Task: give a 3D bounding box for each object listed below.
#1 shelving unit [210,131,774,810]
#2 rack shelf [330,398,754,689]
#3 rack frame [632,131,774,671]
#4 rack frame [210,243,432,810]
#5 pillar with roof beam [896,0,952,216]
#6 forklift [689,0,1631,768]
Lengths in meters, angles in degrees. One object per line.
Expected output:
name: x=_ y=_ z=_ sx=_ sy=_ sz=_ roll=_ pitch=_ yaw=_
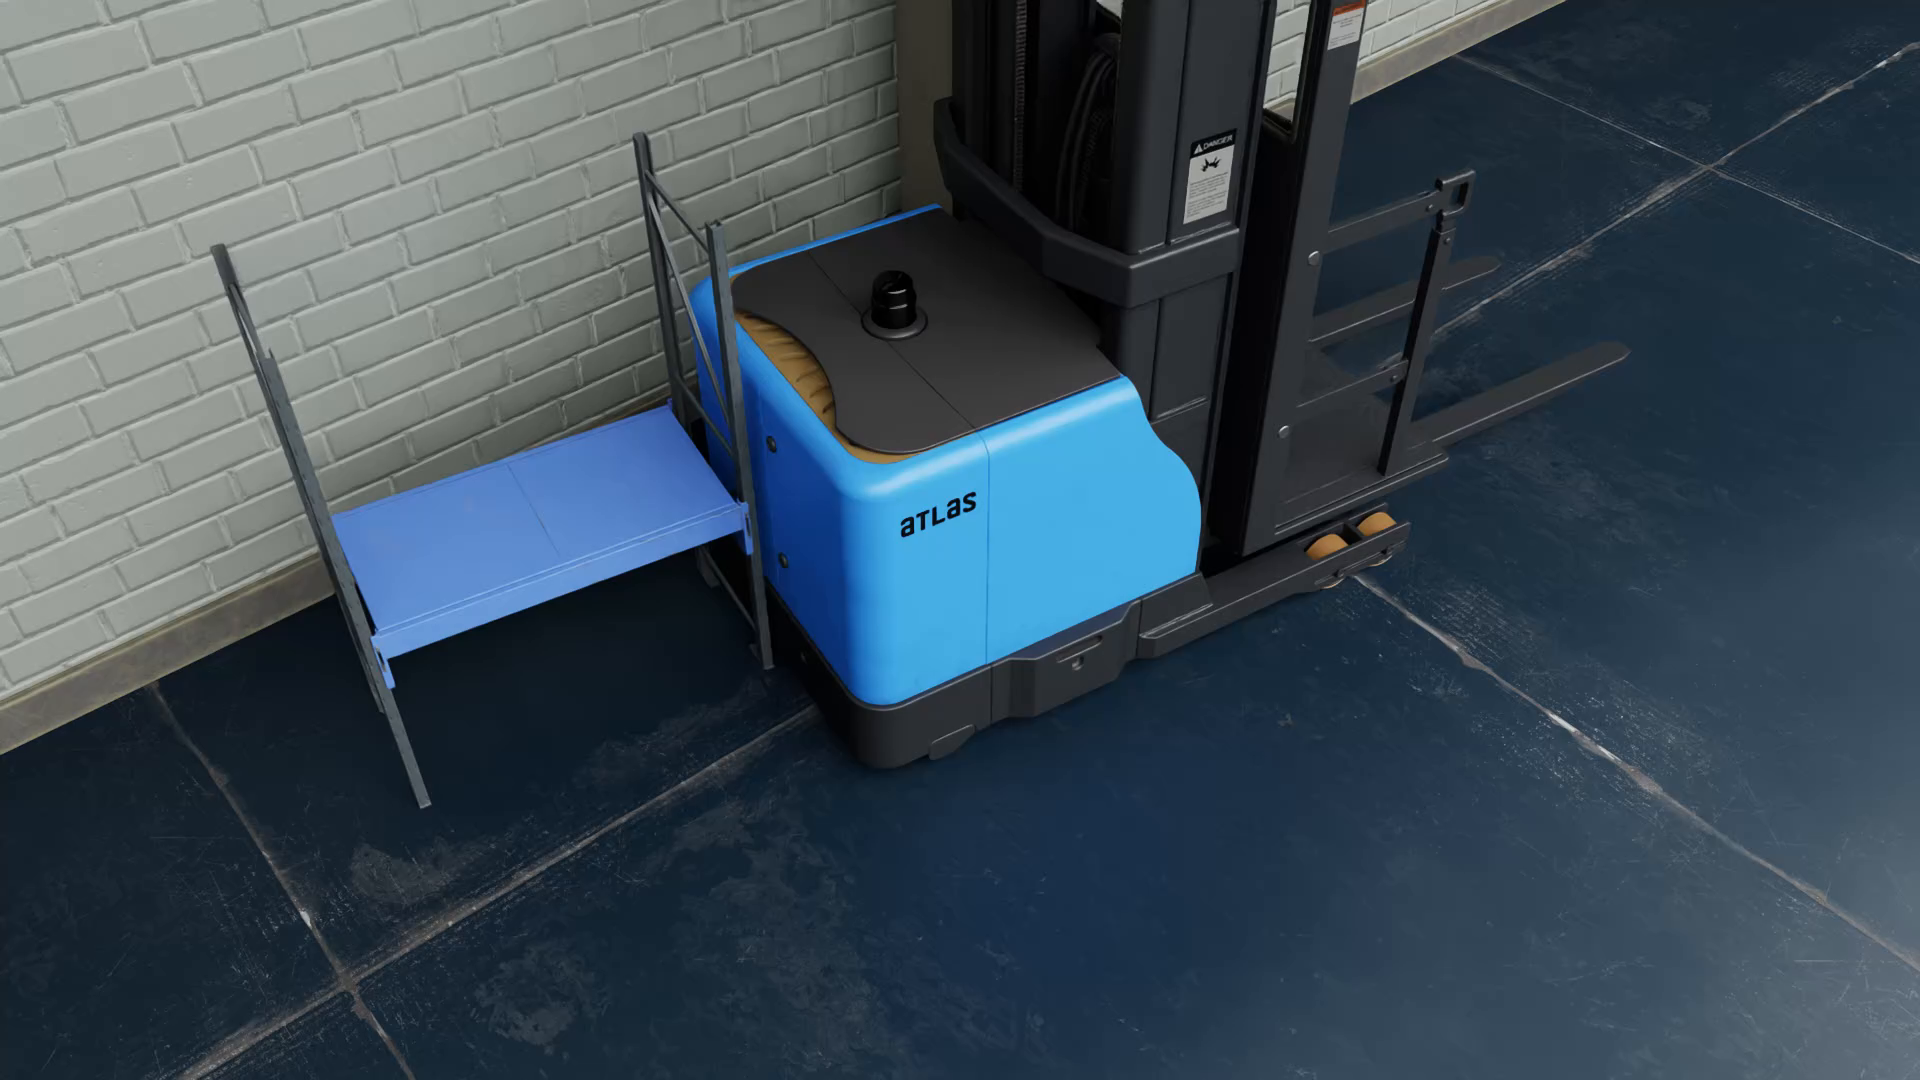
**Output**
shelving unit: x=-1.121 y=-0.147 z=4.311 sx=1.048 sy=1.500 sz=0.538 roll=-21 pitch=47 yaw=-21
rack shelf: x=-1.121 y=-0.015 z=4.434 sx=1.000 sy=0.185 sz=0.538 roll=-21 pitch=47 yaw=-21
rack frame: x=-0.679 y=-0.319 z=4.494 sx=0.032 sy=1.500 sz=0.500 roll=-21 pitch=47 yaw=-21
rack frame: x=-1.563 y=0.025 z=4.127 sx=0.032 sy=1.500 sz=0.500 roll=-21 pitch=47 yaw=-21
pillar with roof beam: x=2.803 y=-1.867 z=0.664 sx=0.400 sy=9.000 sz=9.100 roll=-30 pitch=51 yaw=-28
forklift: x=0.792 y=-1.210 z=4.397 sx=3.031 sy=2.935 sz=1.130 roll=-22 pitch=48 yaw=-22
